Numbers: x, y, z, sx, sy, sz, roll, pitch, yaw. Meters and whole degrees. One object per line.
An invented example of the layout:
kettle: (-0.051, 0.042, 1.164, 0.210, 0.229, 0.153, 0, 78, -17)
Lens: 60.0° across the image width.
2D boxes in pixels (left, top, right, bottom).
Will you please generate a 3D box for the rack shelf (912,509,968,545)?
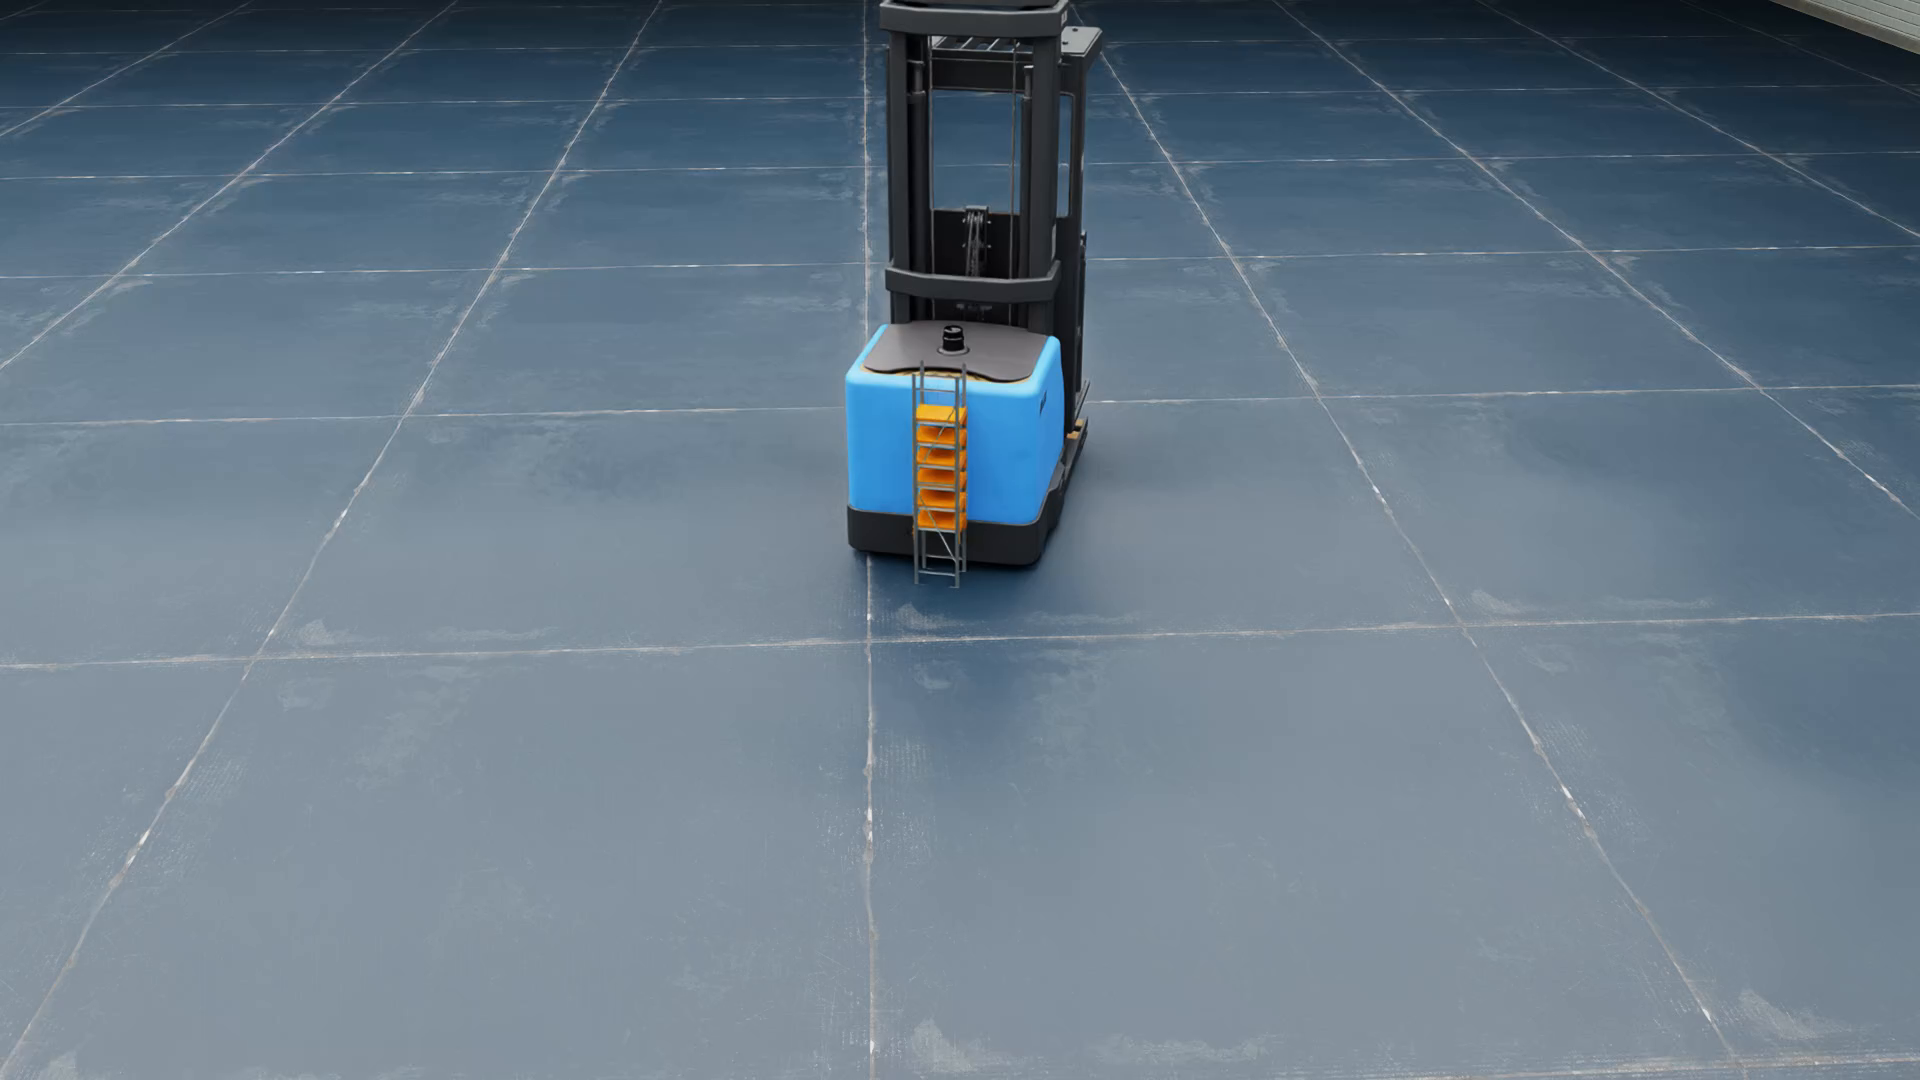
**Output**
rack shelf: (-0.104, -0.074, 8.709, 0.258, 0.103, 0.180, 5, 28, 10)

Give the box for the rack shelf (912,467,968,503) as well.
rack shelf: (-0.104, -0.287, 8.598, 0.258, 0.103, 0.180, 5, 28, 10)

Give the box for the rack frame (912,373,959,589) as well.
rack frame: (-0.122, -0.285, 8.498, 0.240, 1.200, 0.006, 5, 28, 10)

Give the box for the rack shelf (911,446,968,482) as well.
rack shelf: (-0.104, -0.393, 8.543, 0.258, 0.103, 0.180, 5, 28, 10)

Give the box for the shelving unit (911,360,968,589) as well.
shelving unit: (-0.104, -0.326, 8.578, 0.258, 1.200, 0.189, 5, 28, 10)

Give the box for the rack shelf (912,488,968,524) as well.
rack shelf: (-0.104, -0.180, 8.654, 0.258, 0.103, 0.180, 5, 28, 10)

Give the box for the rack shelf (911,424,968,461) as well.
rack shelf: (-0.104, -0.499, 8.487, 0.258, 0.103, 0.180, 5, 28, 10)

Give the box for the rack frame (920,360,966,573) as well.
rack frame: (-0.085, -0.367, 8.657, 0.240, 1.200, 0.006, 5, 28, 10)

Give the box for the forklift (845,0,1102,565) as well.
forklift: (0.188, -1.827, 9.584, 1.130, 2.935, 3.031, 5, 28, 10)

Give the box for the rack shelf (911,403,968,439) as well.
rack shelf: (-0.104, -0.606, 8.432, 0.258, 0.103, 0.180, 5, 28, 10)
